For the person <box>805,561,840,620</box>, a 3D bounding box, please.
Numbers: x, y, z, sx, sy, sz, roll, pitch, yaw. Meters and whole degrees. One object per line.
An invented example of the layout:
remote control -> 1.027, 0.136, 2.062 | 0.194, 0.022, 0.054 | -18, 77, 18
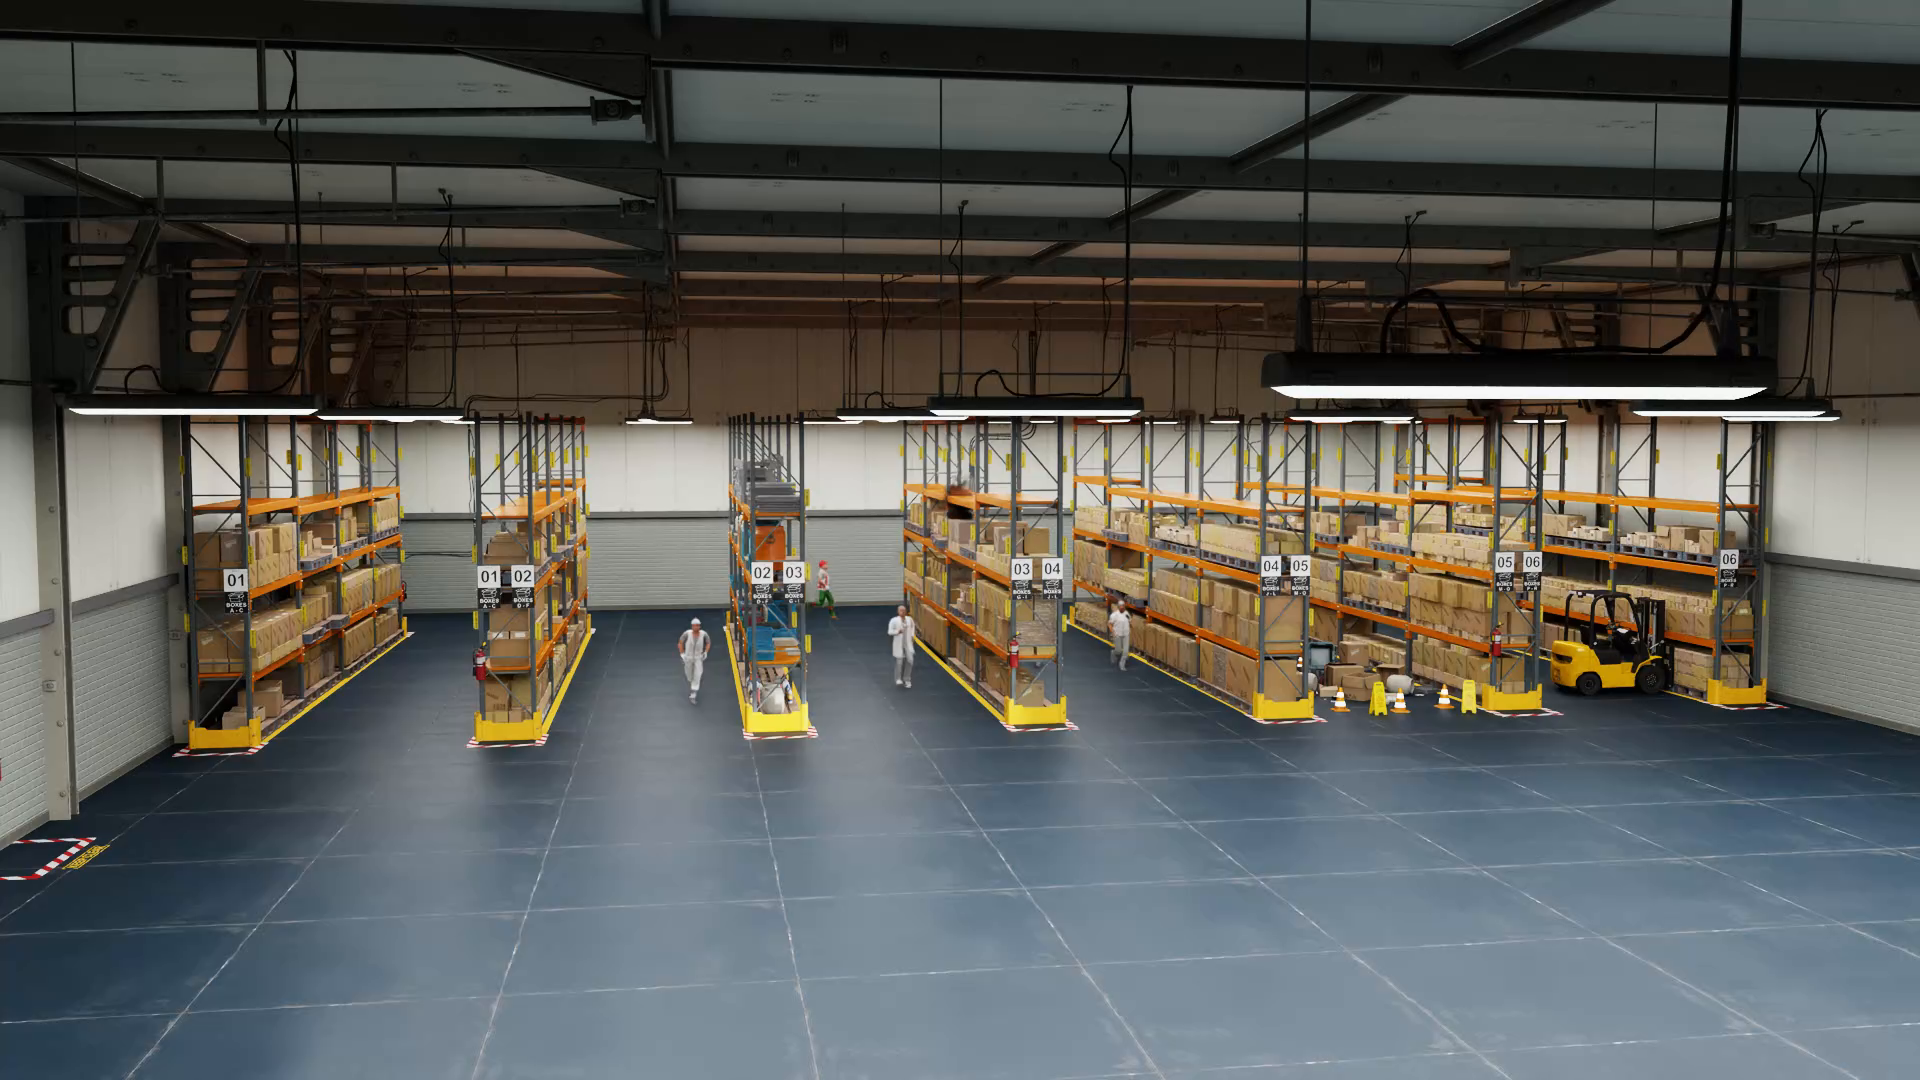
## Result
person -> -4.104, 1.500, 49.536 | 1.049, 1.765, 0.634 | 1, 4, 10

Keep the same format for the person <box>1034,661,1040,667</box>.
person -> 1.828, 2.175, 40.110 | 0.590, 1.682, 0.837 | -1, 4, -15

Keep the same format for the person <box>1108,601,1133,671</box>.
person -> 3.804, 2.253, 39.336 | 0.614, 1.631, 0.575 | -1, 4, -13

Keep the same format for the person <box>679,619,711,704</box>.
person -> -5.549, 2.504, 34.803 | 0.664, 1.768, 0.949 | -1, 4, -8

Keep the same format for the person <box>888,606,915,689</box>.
person -> -1.253, 2.354, 36.559 | 0.685, 1.826, 0.777 | -1, 4, -18
